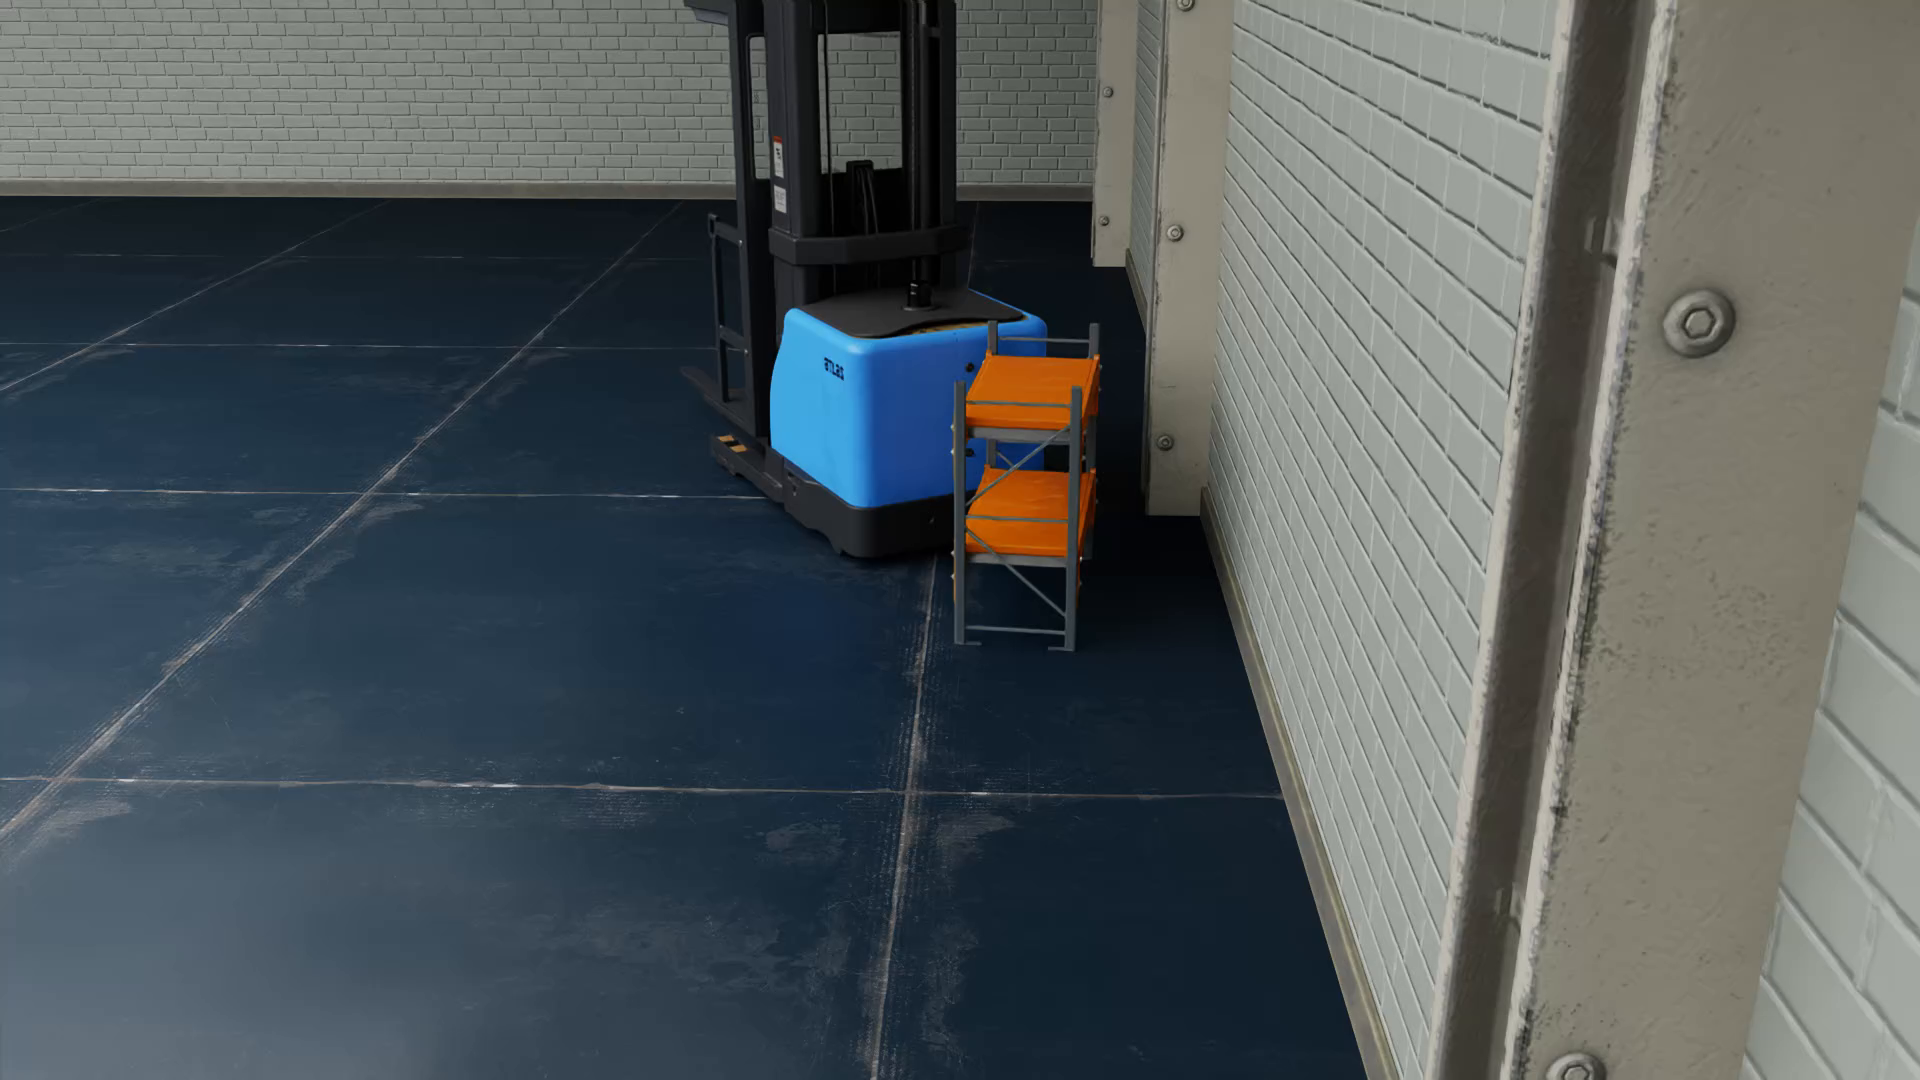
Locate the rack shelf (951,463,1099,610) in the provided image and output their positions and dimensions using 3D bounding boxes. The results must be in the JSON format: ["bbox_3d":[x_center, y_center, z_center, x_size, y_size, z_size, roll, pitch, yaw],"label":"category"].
[{"bbox_3d":[0.300,-0.035,7.241,0.538,0.278,1.000,3,21,8],"label":"rack shelf"}]

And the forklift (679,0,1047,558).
[{"bbox_3d":[-0.710,-1.777,8.556,1.130,2.935,3.031,-11,24,-26],"label":"forklift"}]

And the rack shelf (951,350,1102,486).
[{"bbox_3d":[0.300,-0.536,7.046,0.538,0.278,1.000,3,21,8],"label":"rack shelf"}]

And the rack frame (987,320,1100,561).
[{"bbox_3d":[0.372,-0.445,7.621,0.500,1.125,0.032,3,21,8],"label":"rack frame"}]

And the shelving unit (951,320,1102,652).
[{"bbox_3d":[0.300,-0.263,7.152,0.538,1.125,1.048,3,21,8],"label":"shelving unit"}]

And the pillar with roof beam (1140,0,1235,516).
[{"bbox_3d":[-3.211,-4.438,7.028,9.100,9.000,0.400,1,21,2],"label":"pillar with roof beam"}]

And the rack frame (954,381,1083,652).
[{"bbox_3d":[0.227,-0.081,6.683,0.500,1.125,0.032,3,21,8],"label":"rack frame"}]

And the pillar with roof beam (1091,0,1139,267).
[{"bbox_3d":[-3.028,-6.608,12.619,9.100,9.000,0.400,1,21,2],"label":"pillar with roof beam"}]
